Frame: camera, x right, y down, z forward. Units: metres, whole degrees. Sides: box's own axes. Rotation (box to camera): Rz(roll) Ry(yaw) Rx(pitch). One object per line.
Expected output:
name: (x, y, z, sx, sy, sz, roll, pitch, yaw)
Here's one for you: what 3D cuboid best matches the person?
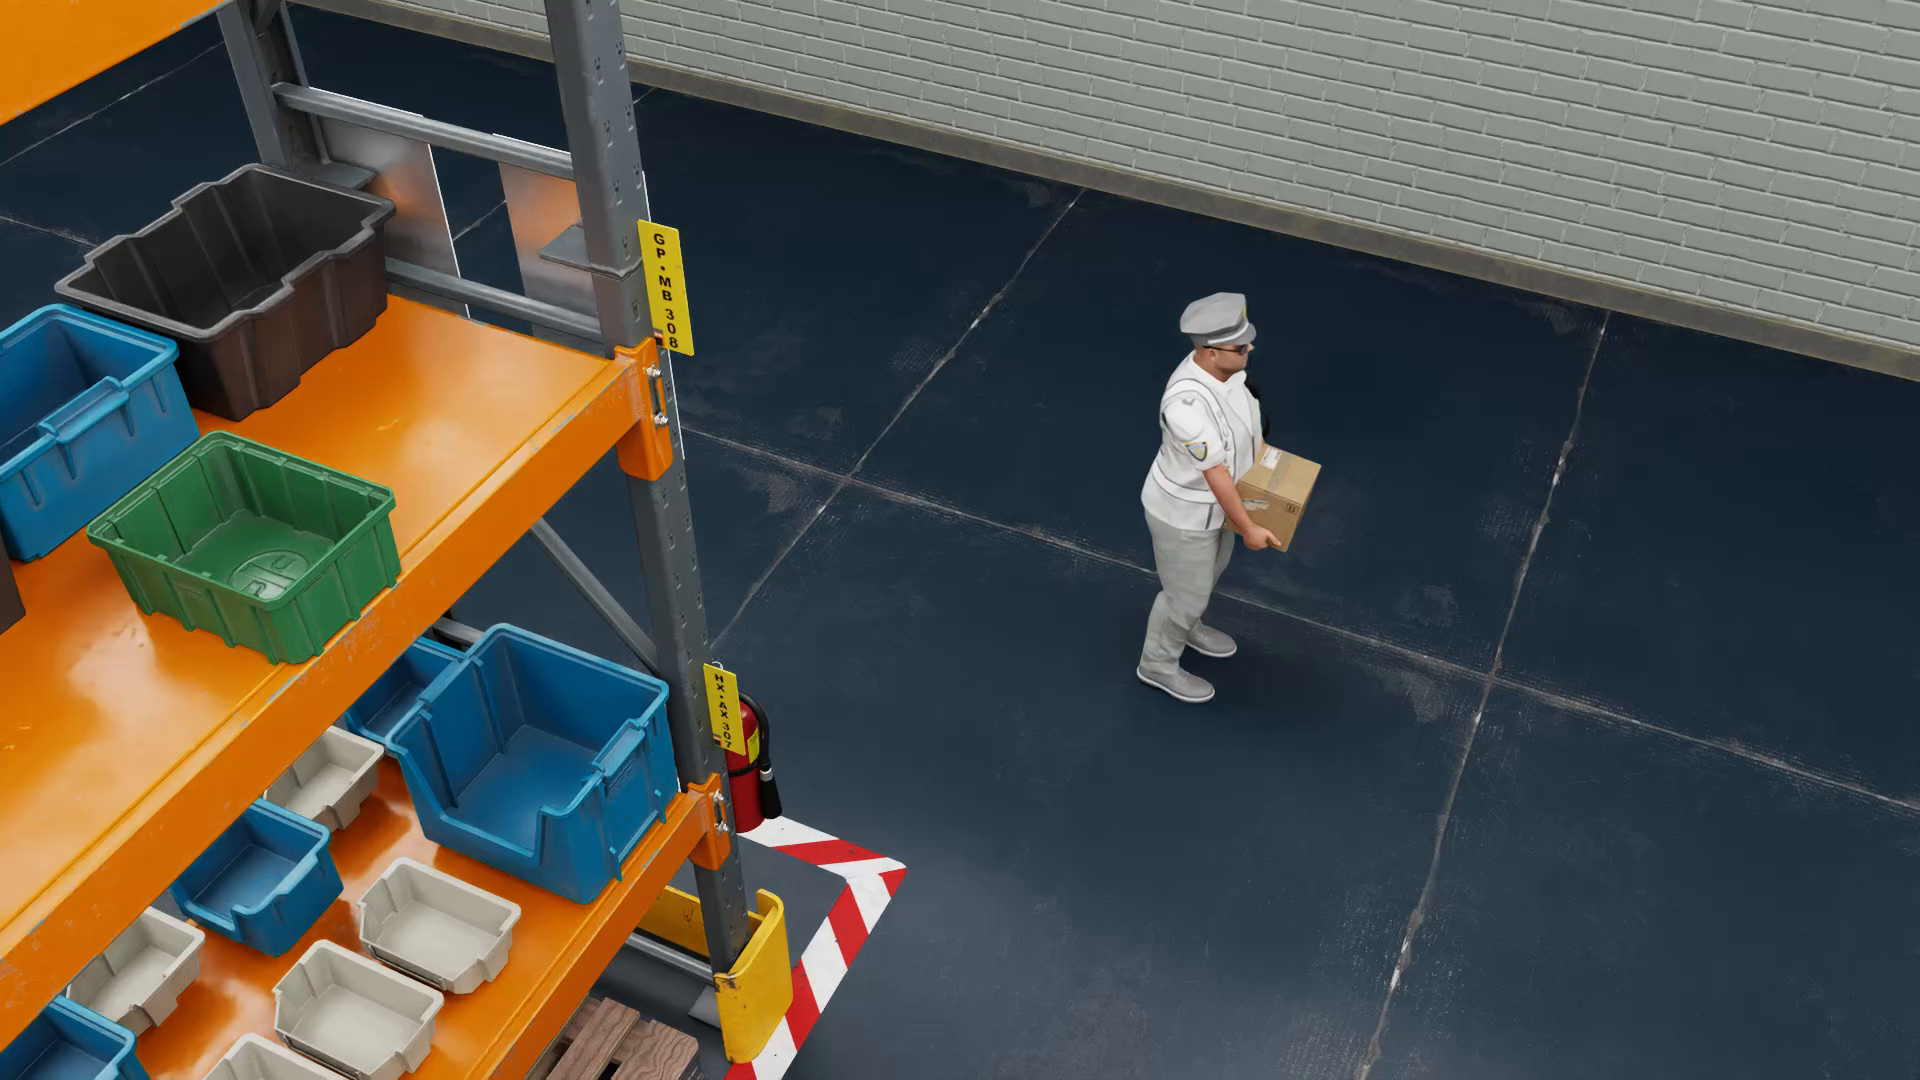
person: (0.985, -0.143, 6.305, 0.564, 1.772, 0.490, 17, 44, 18)
